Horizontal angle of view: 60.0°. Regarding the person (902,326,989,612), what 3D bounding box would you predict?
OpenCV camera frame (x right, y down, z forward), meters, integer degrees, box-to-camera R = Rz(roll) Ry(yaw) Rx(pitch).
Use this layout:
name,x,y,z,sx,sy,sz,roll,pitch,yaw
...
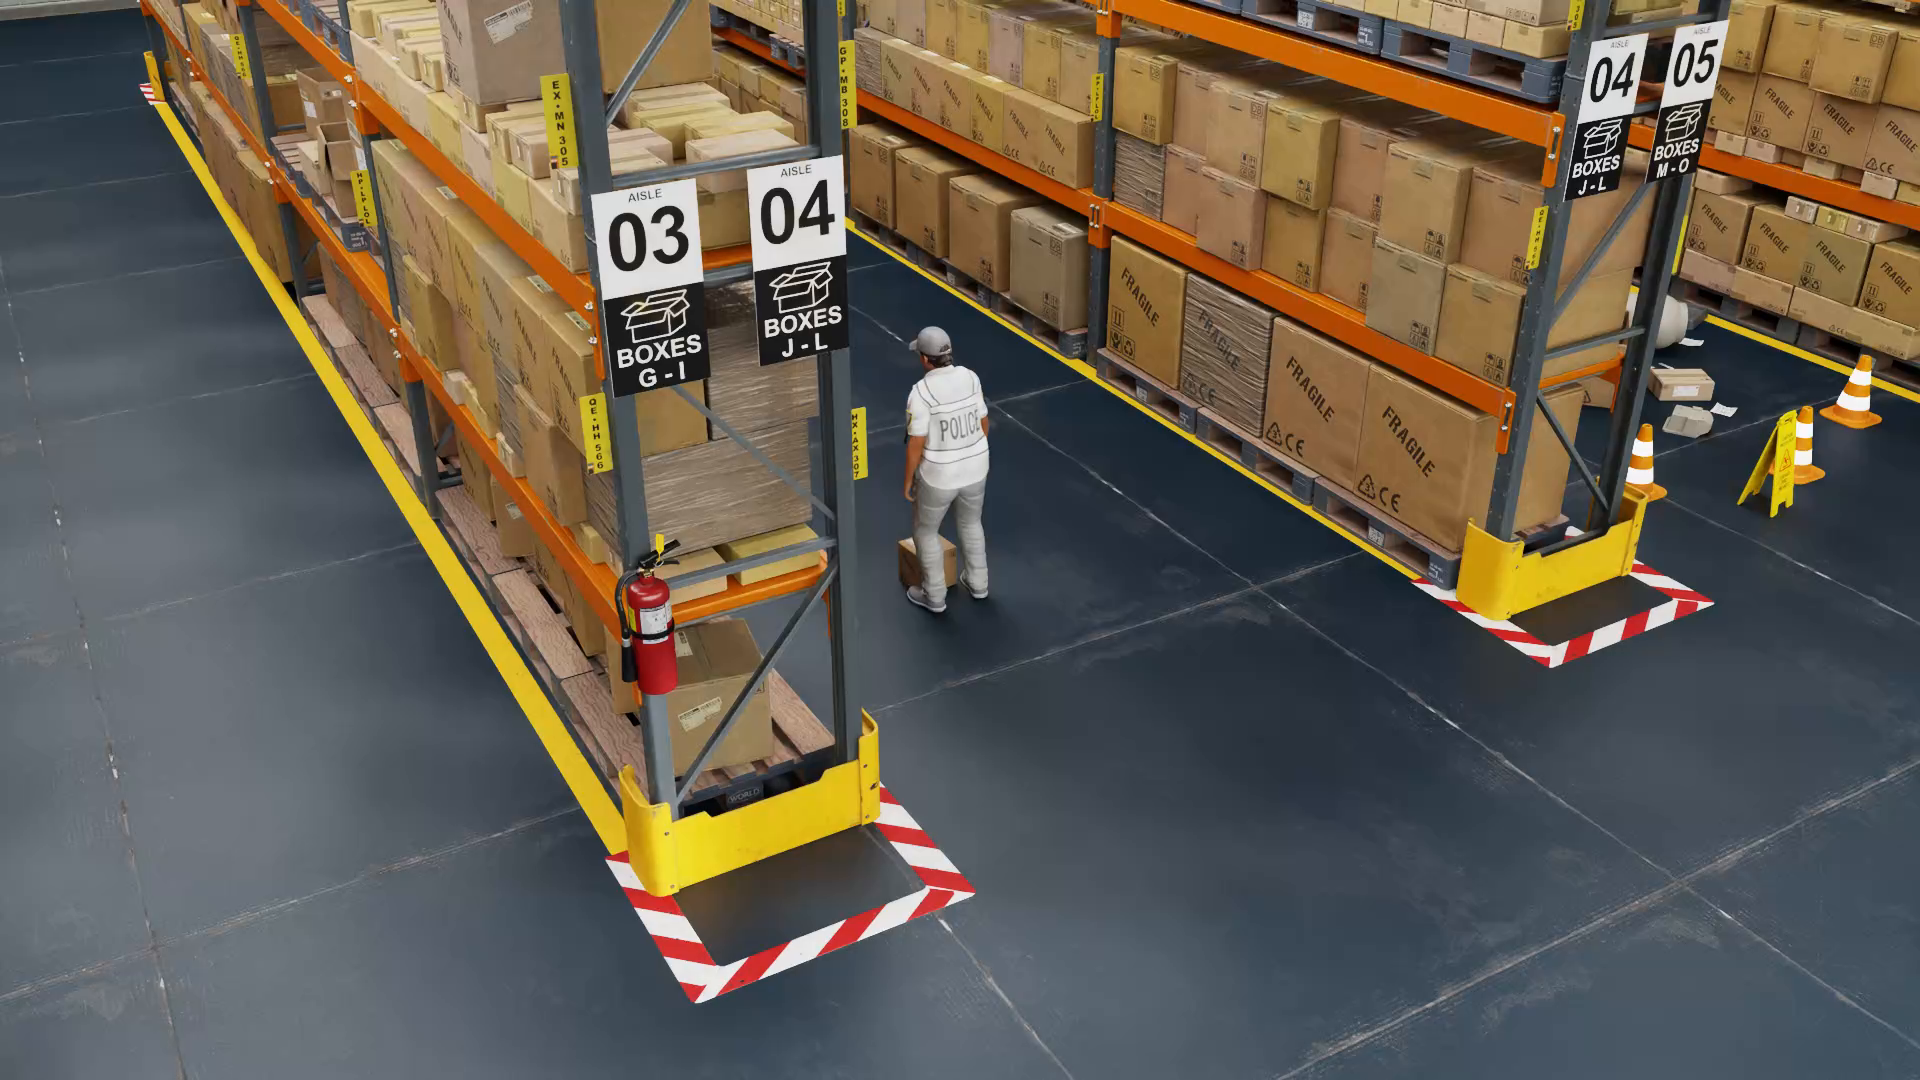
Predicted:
name,x,y,z,sx,sy,sz,roll,pitch,yaw
person,-0.077,-0.392,9.249,0.564,1.666,0.466,-18,34,-29
